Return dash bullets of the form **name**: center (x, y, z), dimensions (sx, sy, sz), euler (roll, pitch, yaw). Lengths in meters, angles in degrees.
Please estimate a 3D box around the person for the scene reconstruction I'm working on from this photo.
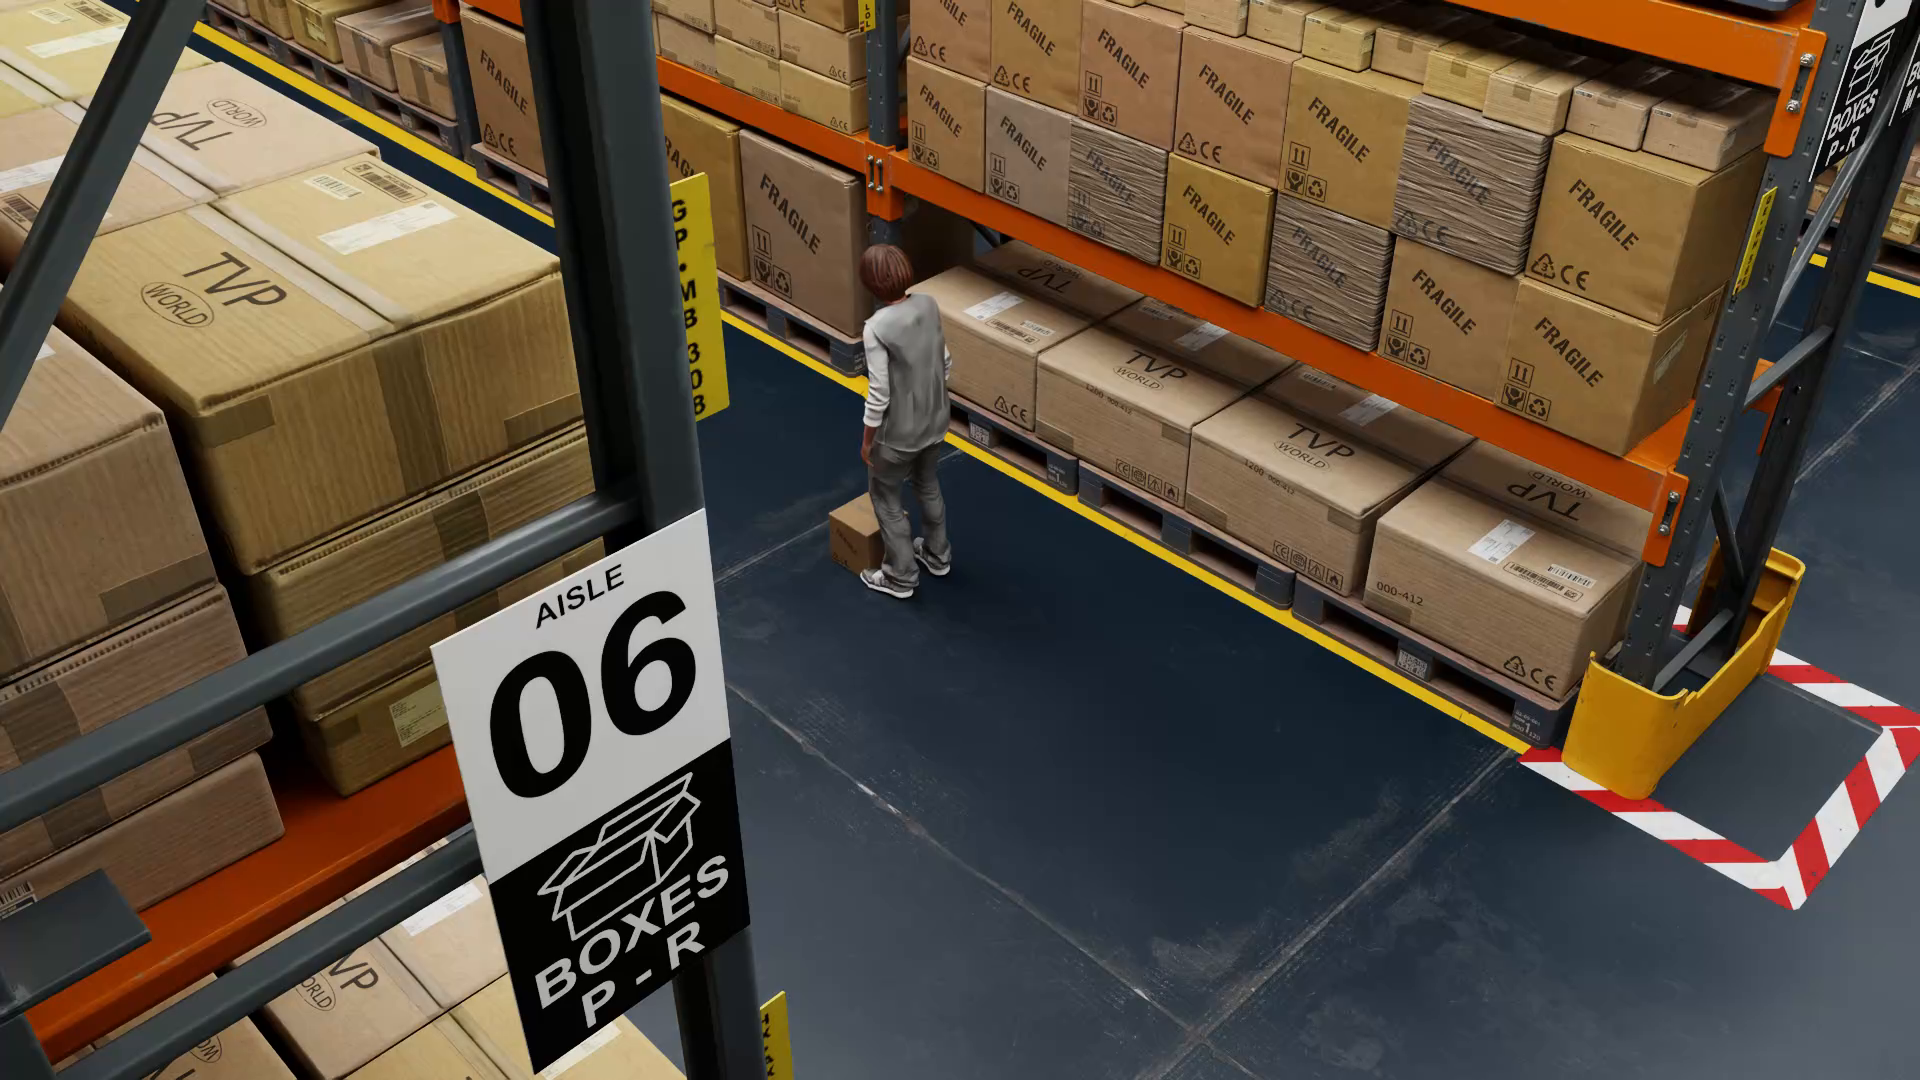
- **person**: center (-0.225, -0.464, 6.798), dimensions (0.347, 1.590, 0.473), euler (29, 45, 34)
